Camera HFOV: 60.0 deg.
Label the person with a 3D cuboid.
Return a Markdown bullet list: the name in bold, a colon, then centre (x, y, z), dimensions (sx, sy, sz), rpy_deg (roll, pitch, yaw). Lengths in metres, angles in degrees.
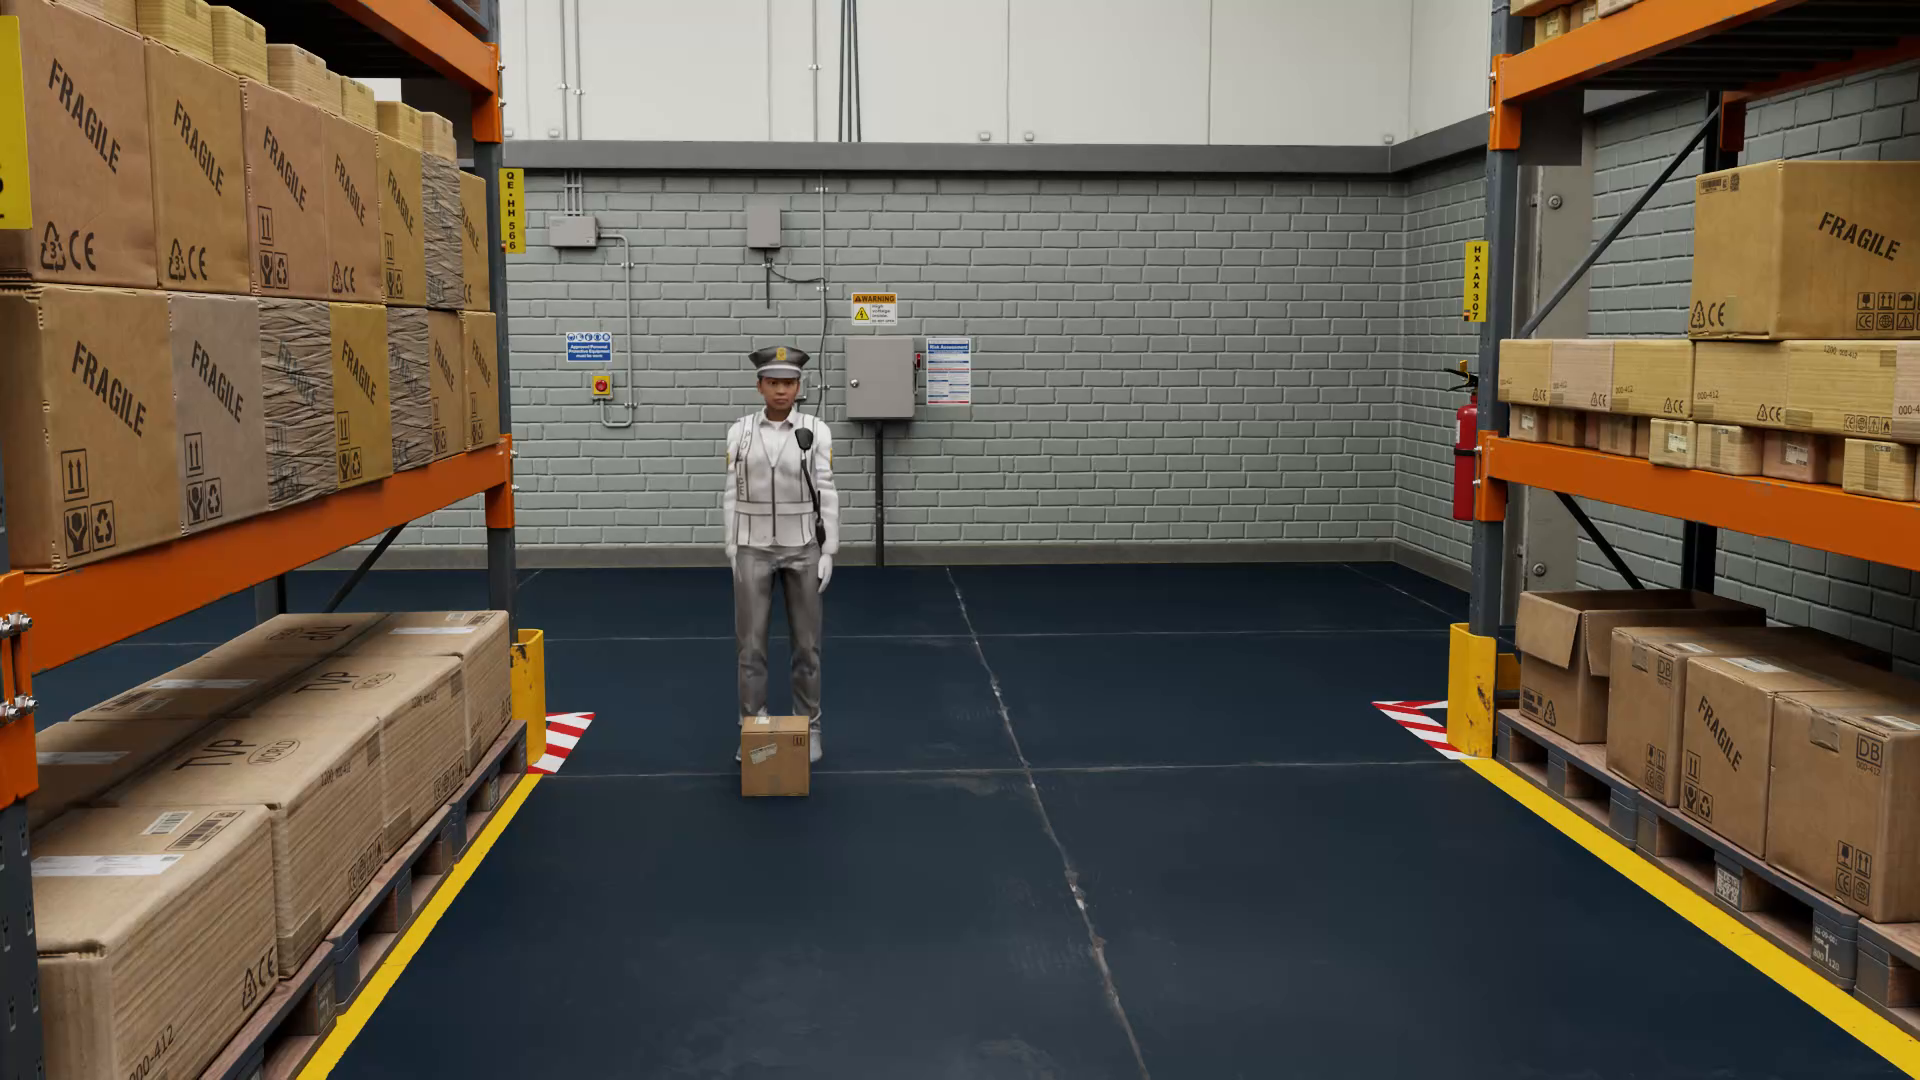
- **person**: centre (-0.722, 0.069, 6.717), dimensions (0.465, 1.703, 0.343), rpy_deg (0, 7, -2)
